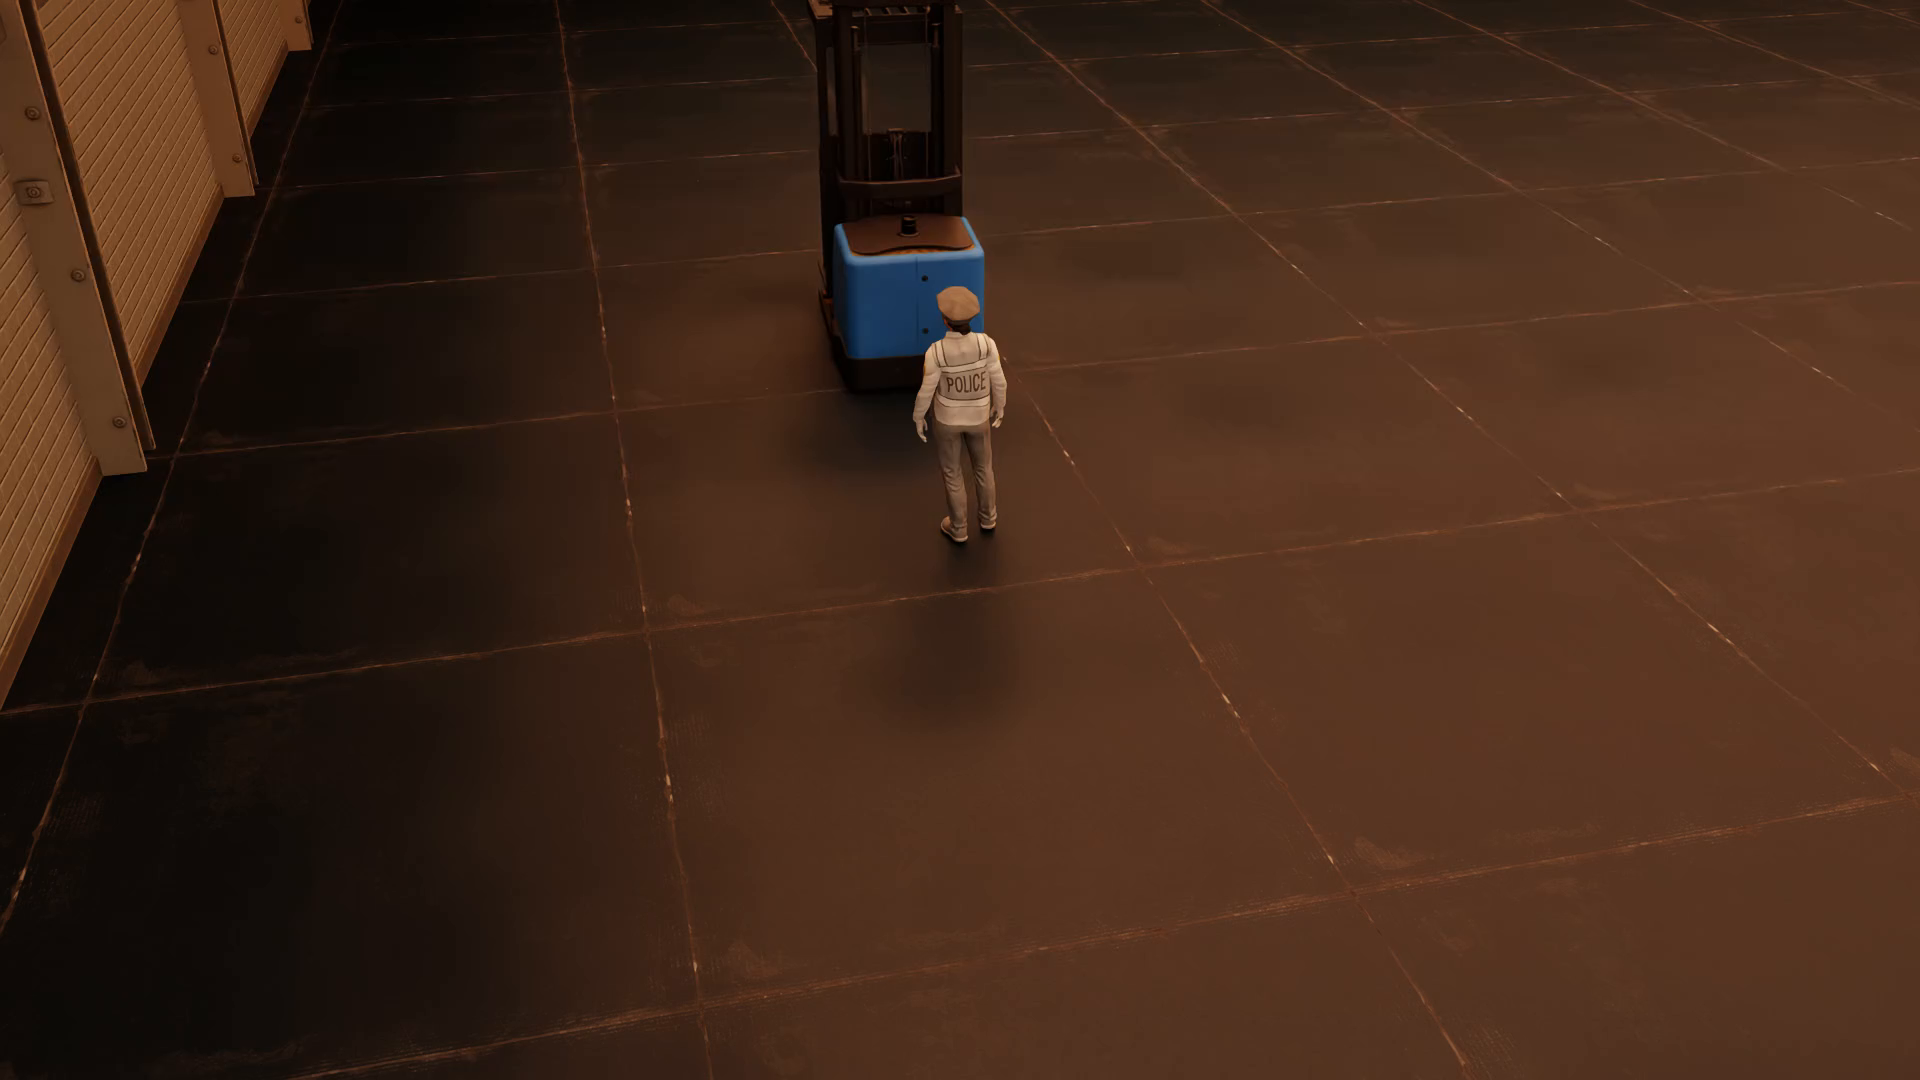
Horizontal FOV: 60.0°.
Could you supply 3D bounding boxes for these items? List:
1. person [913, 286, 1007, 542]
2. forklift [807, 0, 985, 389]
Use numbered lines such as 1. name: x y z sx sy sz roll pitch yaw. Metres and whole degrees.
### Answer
1. person: -0.009 -0.774 10.131 0.586 1.694 0.530 -7 31 -12
2. forklift: -0.565 -3.102 12.933 1.130 2.935 3.031 -5 30 -8
